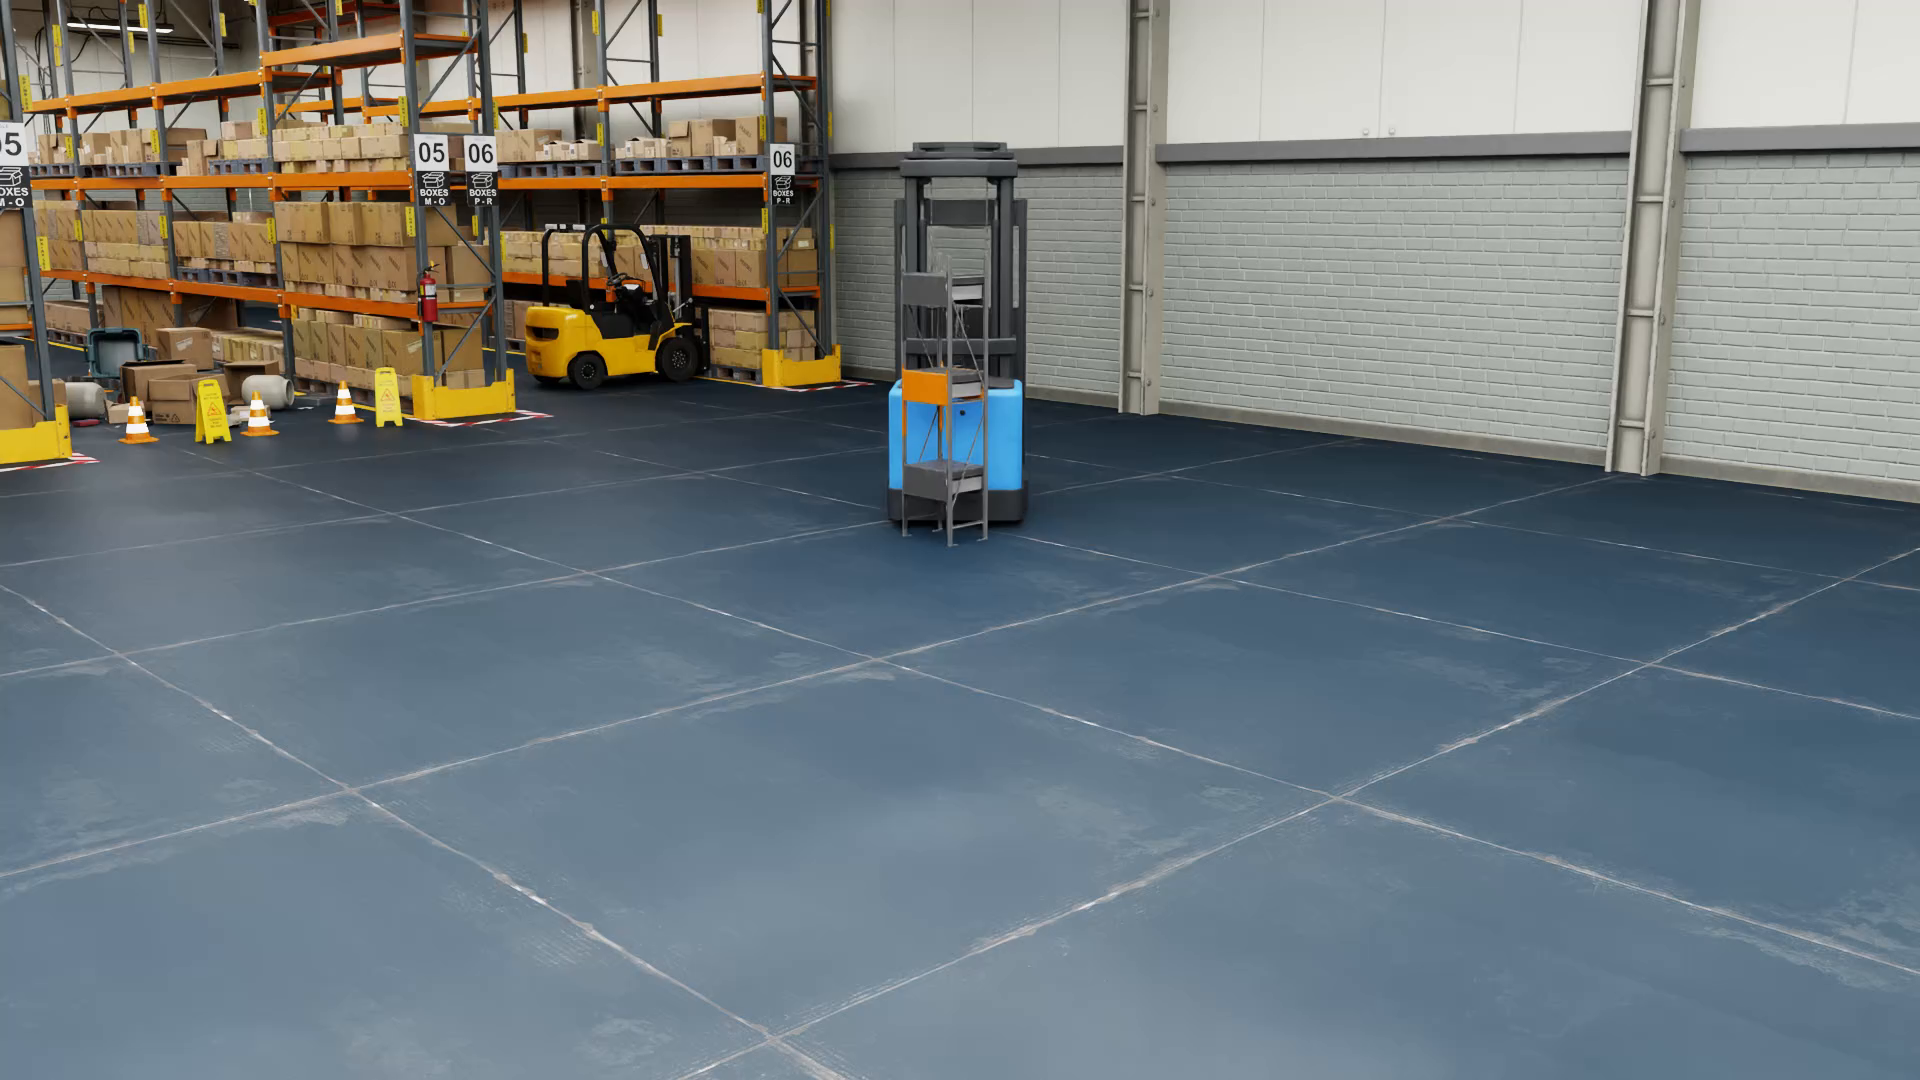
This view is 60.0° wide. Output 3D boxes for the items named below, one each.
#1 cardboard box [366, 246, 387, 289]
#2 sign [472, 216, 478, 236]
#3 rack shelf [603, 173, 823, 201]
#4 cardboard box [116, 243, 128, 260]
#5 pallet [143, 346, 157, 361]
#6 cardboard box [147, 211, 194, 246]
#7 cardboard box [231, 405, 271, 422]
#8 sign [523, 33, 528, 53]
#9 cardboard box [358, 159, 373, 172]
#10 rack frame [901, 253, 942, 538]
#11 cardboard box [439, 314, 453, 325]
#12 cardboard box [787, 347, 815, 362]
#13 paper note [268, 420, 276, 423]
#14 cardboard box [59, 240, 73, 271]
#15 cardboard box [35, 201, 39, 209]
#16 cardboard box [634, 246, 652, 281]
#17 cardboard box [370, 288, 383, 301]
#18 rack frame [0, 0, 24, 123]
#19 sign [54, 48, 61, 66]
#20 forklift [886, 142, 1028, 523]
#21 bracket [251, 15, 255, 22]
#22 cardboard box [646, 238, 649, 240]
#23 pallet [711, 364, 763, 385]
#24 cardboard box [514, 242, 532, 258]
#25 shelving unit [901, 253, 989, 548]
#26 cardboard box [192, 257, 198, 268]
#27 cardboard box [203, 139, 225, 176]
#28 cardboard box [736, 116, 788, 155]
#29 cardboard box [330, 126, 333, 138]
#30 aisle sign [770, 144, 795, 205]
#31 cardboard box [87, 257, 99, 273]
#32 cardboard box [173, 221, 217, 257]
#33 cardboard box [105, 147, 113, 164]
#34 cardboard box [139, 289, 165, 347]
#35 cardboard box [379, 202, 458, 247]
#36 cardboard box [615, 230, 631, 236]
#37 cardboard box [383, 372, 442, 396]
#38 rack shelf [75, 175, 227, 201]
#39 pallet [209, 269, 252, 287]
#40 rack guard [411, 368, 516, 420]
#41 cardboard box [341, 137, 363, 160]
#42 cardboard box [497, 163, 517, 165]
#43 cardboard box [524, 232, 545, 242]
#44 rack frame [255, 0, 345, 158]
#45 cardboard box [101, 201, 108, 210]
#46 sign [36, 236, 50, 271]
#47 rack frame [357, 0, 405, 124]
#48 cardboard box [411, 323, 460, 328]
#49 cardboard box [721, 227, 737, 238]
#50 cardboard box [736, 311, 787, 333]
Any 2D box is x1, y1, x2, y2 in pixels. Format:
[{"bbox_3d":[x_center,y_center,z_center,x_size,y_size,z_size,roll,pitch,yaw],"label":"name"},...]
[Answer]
[{"bbox_3d":[-6.691,-3.248,19.758,0.500,0.500,0.500,-11,16,-42],"label":"cardboard box"},{"bbox_3d":[-8.097,-5.250,27.786,0.100,0.325,0.005,-11,16,-43],"label":"sign"},{"bbox_3d":[-3.568,-5.040,23.788,1.077,0.370,4.000,-11,16,-43],"label":"rack shelf"},{"bbox_3d":[-12.901,-4.535,26.122,0.500,0.250,0.500,11,16,43],"label":"cardboard box"},{"bbox_3d":[-12.627,-3.044,26.664,1.003,0.211,1.213,-11,16,-43],"label":"pallet"},{"bbox_3d":[-11.845,-4.684,24.987,0.500,0.500,0.500,11,16,44],"label":"cardboard box"},{"bbox_3d":[-8.140,-1.452,19.091,0.380,0.149,0.250,-3,12,-13],"label":"cardboard box"},{"bbox_3d":[-7.312,-8.350,27.931,0.100,0.325,0.005,-11,16,-43],"label":"sign"},{"bbox_3d":[-6.910,-4.449,19.762,0.380,0.149,0.250,-11,16,-43],"label":"cardboard box"},{"bbox_3d":[-0.283,-1.071,12.408,0.400,2.100,0.015,-11,16,-43],"label":"rack frame"},{"bbox_3d":[-8.860,-3.962,29.363,0.500,0.500,0.500,-10,15,-40],"label":"cardboard box"},{"bbox_3d":[-2.384,-2.589,23.317,0.500,0.250,0.500,-11,16,-42],"label":"cardboard box"},{"bbox_3d":[-7.867,-1.345,18.865,0.142,0.019,0.148,6,13,26],"label":"paper note"},{"bbox_3d":[-14.926,-4.845,28.249,0.500,0.500,0.500,11,16,44],"label":"cardboard box"},{"bbox_3d":[-15.893,-5.848,29.032,0.380,0.149,0.250,-11,16,-42],"label":"cardboard box"},{"bbox_3d":[-4.460,-4.089,24.577,0.500,0.500,0.500,-11,16,-42],"label":"cardboard box"},{"bbox_3d":[-6.803,-2.936,19.850,0.380,0.149,0.250,-11,16,-42],"label":"cardboard box"},{"bbox_3d":[-9.284,-5.172,15.217,1.000,3.000,0.127,-11,16,-43],"label":"rack frame"},{"bbox_3d":[-16.421,-8.782,30.225,0.100,0.325,0.005,-11,16,-43],"label":"sign"},{"bbox_3d":[0.014,-1.820,13.982,1.130,2.935,3.031,0,12,2],"label":"forklift"},{"bbox_3d":[-14.989,-11.198,35.541,0.235,0.232,0.430,-11,16,-43],"label":"bracket"},{"bbox_3d":[-4.422,-4.380,24.383,0.380,0.149,0.250,-10,16,-41],"label":"cardboard box"},{"bbox_3d":[-2.745,-2.371,23.397,1.003,0.211,1.213,-11,16,-43],"label":"pallet"},{"bbox_3d":[-6.888,-4.719,27.015,0.500,0.250,0.500,11,16,44],"label":"cardboard box"},{"bbox_3d":[-0.112,-1.036,12.238,0.431,2.100,0.503,-11,16,-43],"label":"shelving unit"},{"bbox_3d":[-10.882,-4.023,24.088,0.250,0.149,0.380,10,16,41],"label":"cardboard box"},{"bbox_3d":[-10.225,-5.407,23.535,0.797,0.503,0.637,-11,16,-43],"label":"cardboard box"},{"bbox_3d":[-2.669,-5.434,22.385,0.500,0.500,0.500,-10,15,-41],"label":"cardboard box"},{"bbox_3d":[-7.422,-4.952,20.228,0.380,0.149,0.250,-10,16,-41],"label":"cardboard box"},{"bbox_3d":[-2.354,-4.854,22.094,0.394,0.787,0.004,-11,16,-43],"label":"aisle sign"},{"bbox_3d":[-13.948,-4.516,27.267,0.500,0.250,0.500,11,16,44],"label":"cardboard box"},{"bbox_3d":[-11.155,-4.409,24.351,0.500,0.500,0.500,11,16,44],"label":"cardboard box"},{"bbox_3d":[-13.053,-5.984,25.880,0.396,0.266,0.258,-9,15,-38],"label":"cardboard box"},{"bbox_3d":[-12.329,-3.514,26.261,0.875,0.875,0.875,-11,16,-42],"label":"cardboard box"},{"bbox_3d":[-6.285,-3.667,19.315,0.500,0.500,0.700,11,16,44],"label":"cardboard box"},{"bbox_3d":[-4.943,-4.639,24.903,0.380,0.149,0.250,-10,16,-41],"label":"cardboard box"},{"bbox_3d":[-6.543,-1.882,19.885,0.500,0.250,0.500,-11,16,-43],"label":"cardboard box"},{"bbox_3d":[-12.680,-5.515,26.095,1.077,0.370,4.000,-11,16,-43],"label":"rack shelf"},{"bbox_3d":[-9.902,-3.729,23.554,1.003,0.211,1.213,-11,16,-43],"label":"pallet"},{"bbox_3d":[-5.827,-1.726,19.548,1.175,0.500,0.348,-11,16,-43],"label":"rack guard"},{"bbox_3d":[-7.031,-4.666,19.826,0.500,0.250,0.500,-10,16,-41],"label":"cardboard box"},{"bbox_3d":[-7.791,-6.476,28.361,0.380,0.149,0.250,-11,16,-42],"label":"cardboard box"},{"bbox_3d":[-6.805,-4.891,26.861,0.380,0.149,0.250,-10,16,-41],"label":"cardboard box"},{"bbox_3d":[-8.536,-6.461,21.470,1.000,3.000,0.127,-11,16,-43],"label":"rack frame"},{"bbox_3d":[-14.280,-5.664,28.136,0.380,0.149,0.250,-11,16,-42],"label":"cardboard box"},{"bbox_3d":[-8.879,-2.773,16.098,0.100,0.325,0.005,-11,16,-43],"label":"sign"},{"bbox_3d":[-10.474,-8.321,30.497,1.000,3.000,0.127,-11,16,-43],"label":"rack frame"},{"bbox_3d":[-6.512,-2.400,20.544,0.500,0.500,0.500,11,16,43],"label":"cardboard box"},{"bbox_3d":[-3.098,-4.279,23.155,0.380,0.149,0.250,-11,16,-42],"label":"cardboard box"},{"bbox_3d":[-2.730,-3.003,22.851,0.500,0.250,0.500,-10,15,-41],"label":"cardboard box"}]
